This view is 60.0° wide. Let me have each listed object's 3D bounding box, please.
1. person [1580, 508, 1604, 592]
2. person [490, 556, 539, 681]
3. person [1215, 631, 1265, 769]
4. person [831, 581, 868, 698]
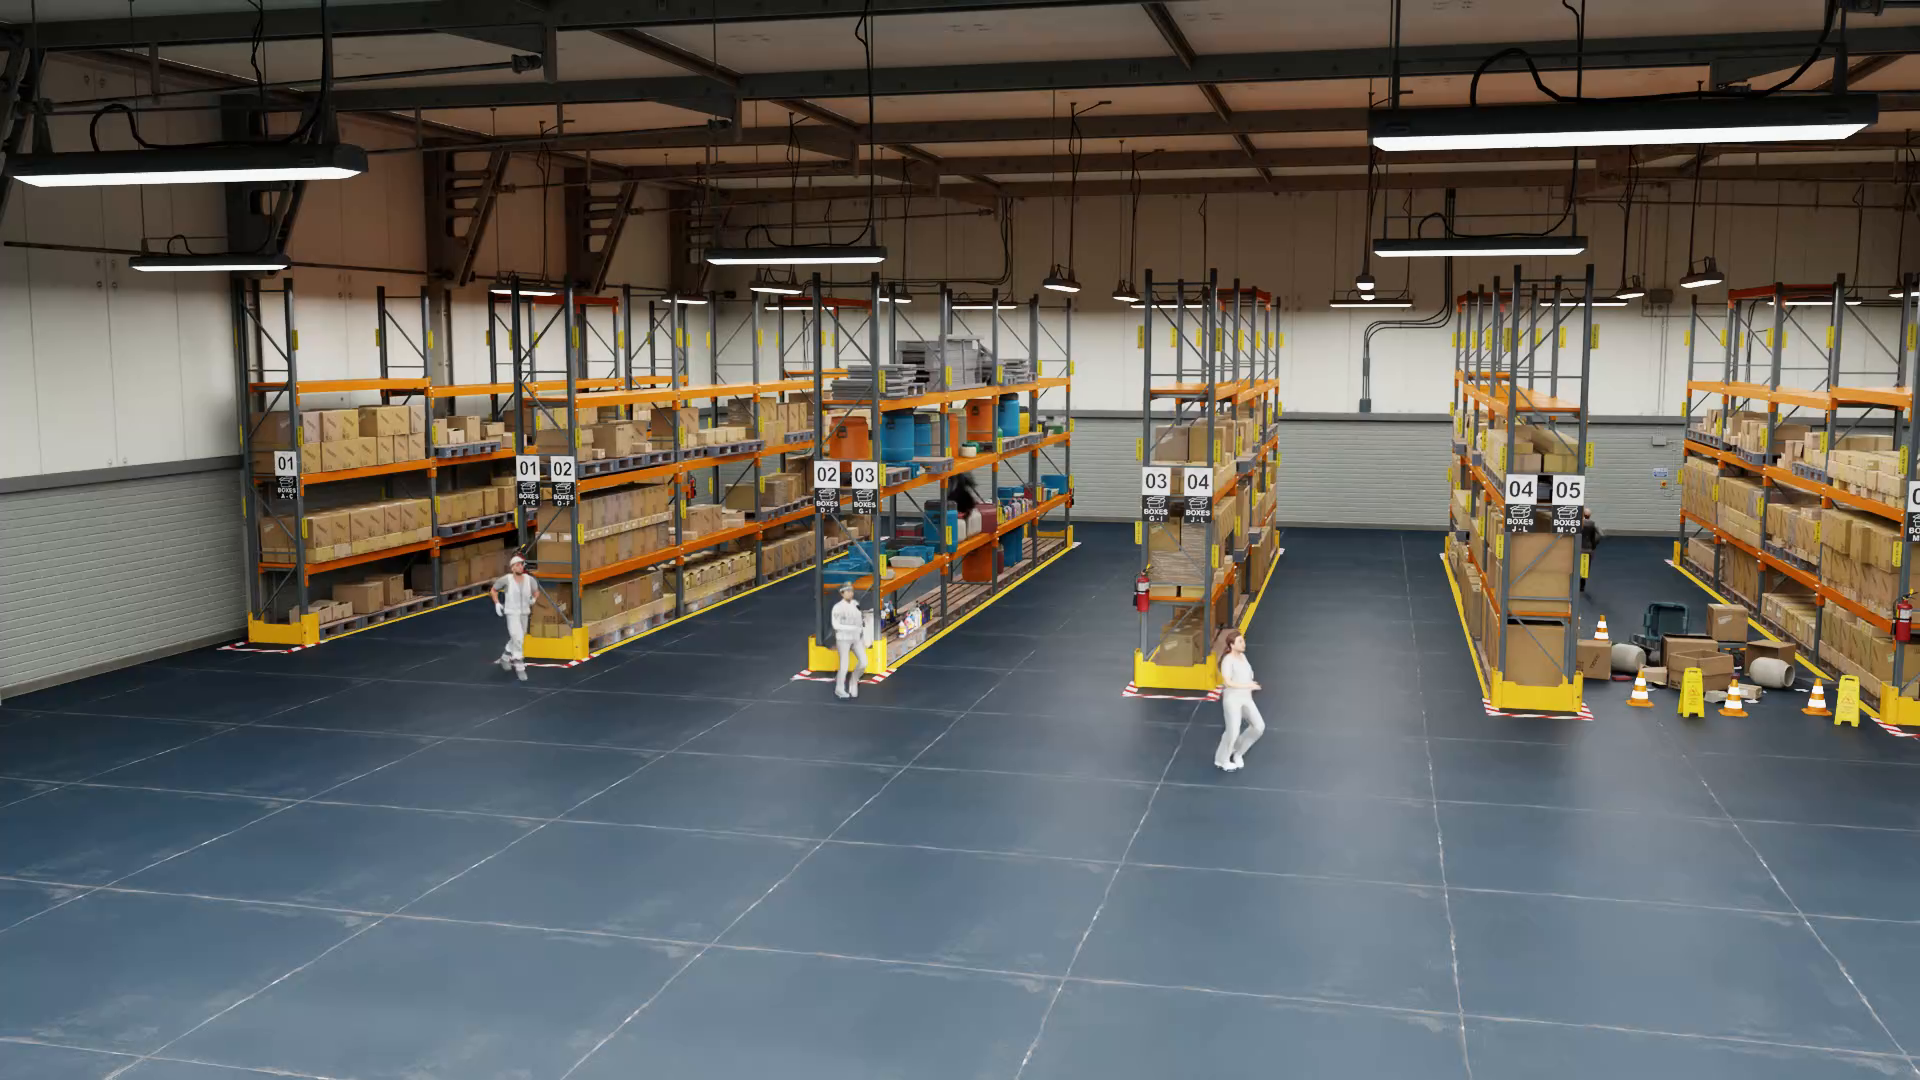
[{"bbox_3d":[12.380,0.227,32.960,0.662,1.709,0.805,1,7,8],"label":"person"},{"bbox_3d":[-6.593,1.132,24.791,0.905,1.809,0.664,7,10,44],"label":"person"},{"bbox_3d":[3.244,1.873,19.287,0.542,1.628,0.631,-6,9,-43],"label":"person"},{"bbox_3d":[-1.518,1.392,23.142,0.587,1.661,0.632,-5,8,-36],"label":"person"}]
